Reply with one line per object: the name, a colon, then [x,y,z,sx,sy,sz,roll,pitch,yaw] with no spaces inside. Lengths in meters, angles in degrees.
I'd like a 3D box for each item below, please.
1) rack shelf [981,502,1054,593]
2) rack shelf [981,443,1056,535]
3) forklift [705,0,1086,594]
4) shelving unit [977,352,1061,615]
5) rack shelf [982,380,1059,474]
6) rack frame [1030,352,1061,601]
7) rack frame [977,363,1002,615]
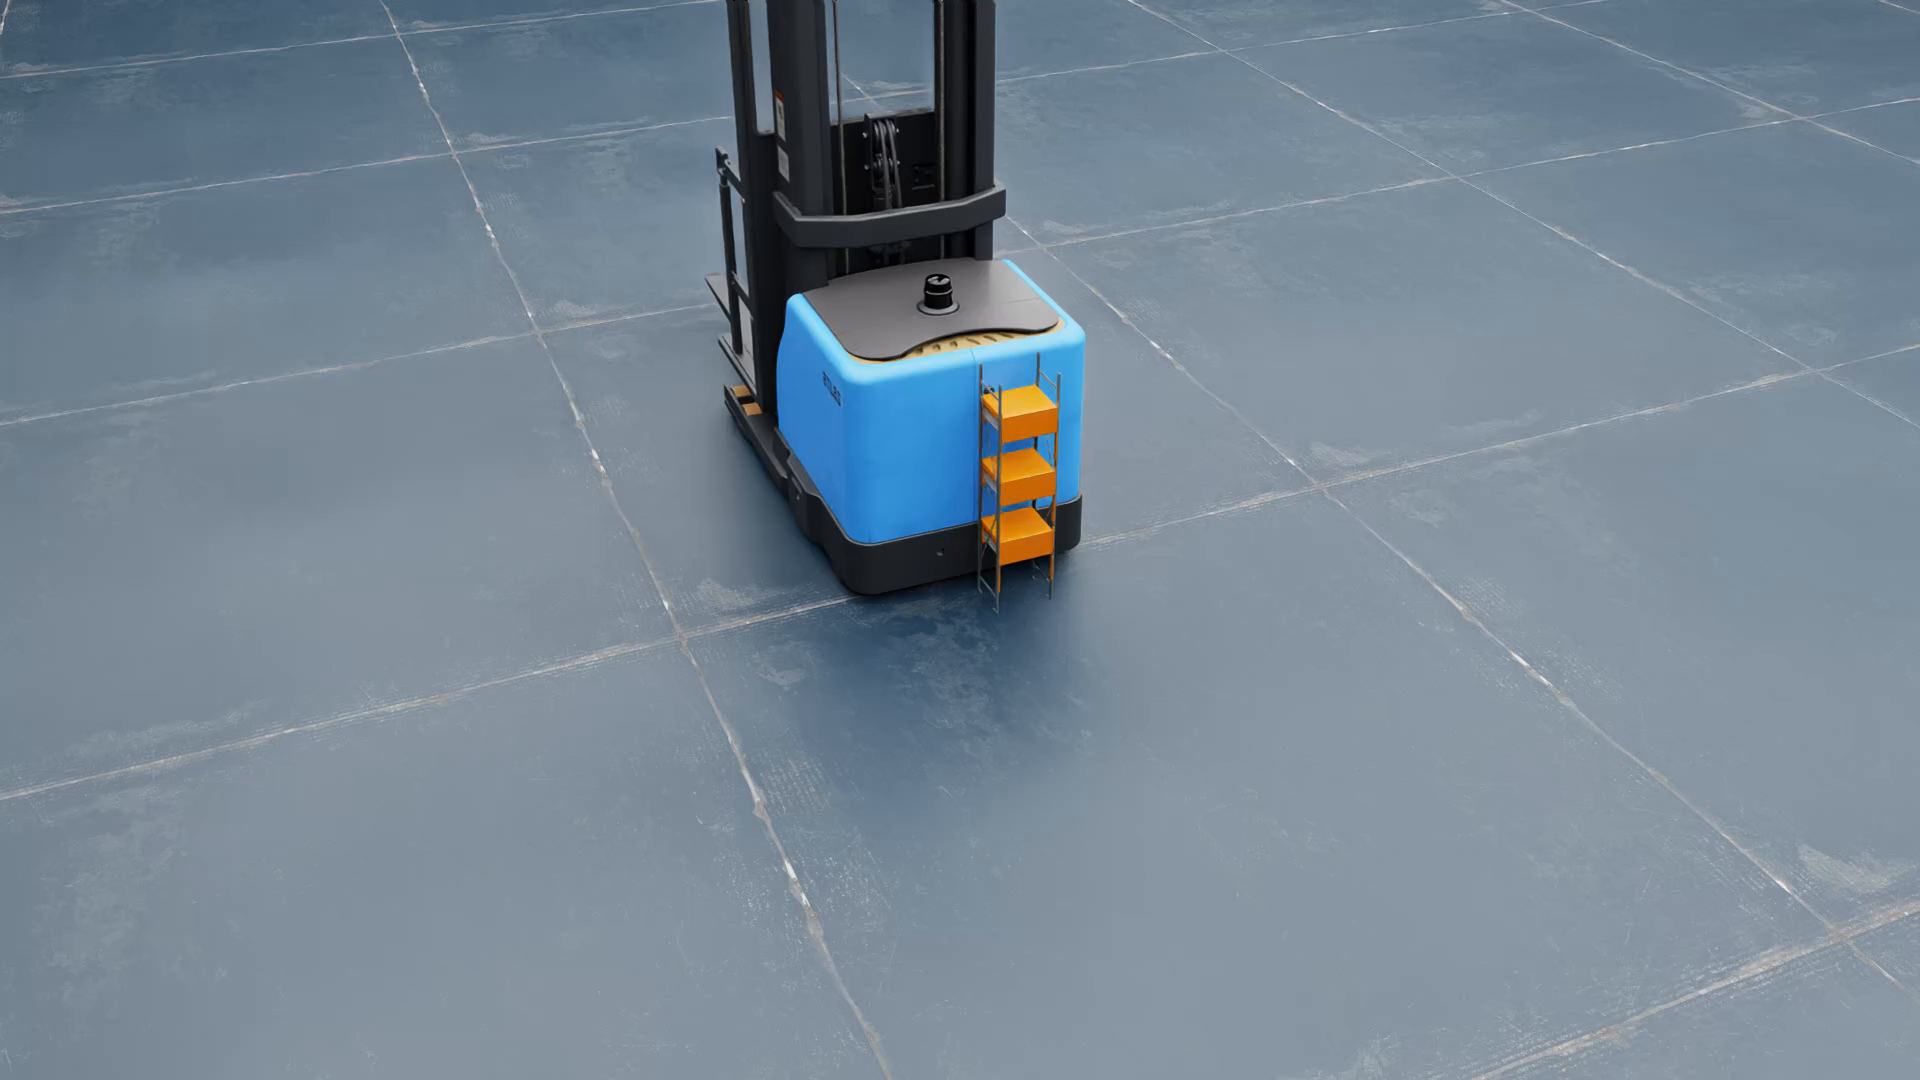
rack shelf: [0.227,0.029,6.771,0.240,0.259,0.215,-13,35,-19]
rack shelf: [0.227,-0.204,6.620,0.240,0.259,0.215,-13,35,-19]
forklift: [-0.508,-1.801,7.330,1.130,2.935,3.031,-12,35,-18]
shelving unit: [0.227,-0.212,6.614,0.252,1.050,0.215,-13,35,-19]
rack shelf: [0.227,-0.441,6.465,0.240,0.259,0.215,-13,35,-19]
rack frame: [0.340,-0.238,6.654,0.008,1.050,0.200,-13,35,-19]
rack frame: [0.115,-0.187,6.574,0.008,1.050,0.200,-13,35,-19]
